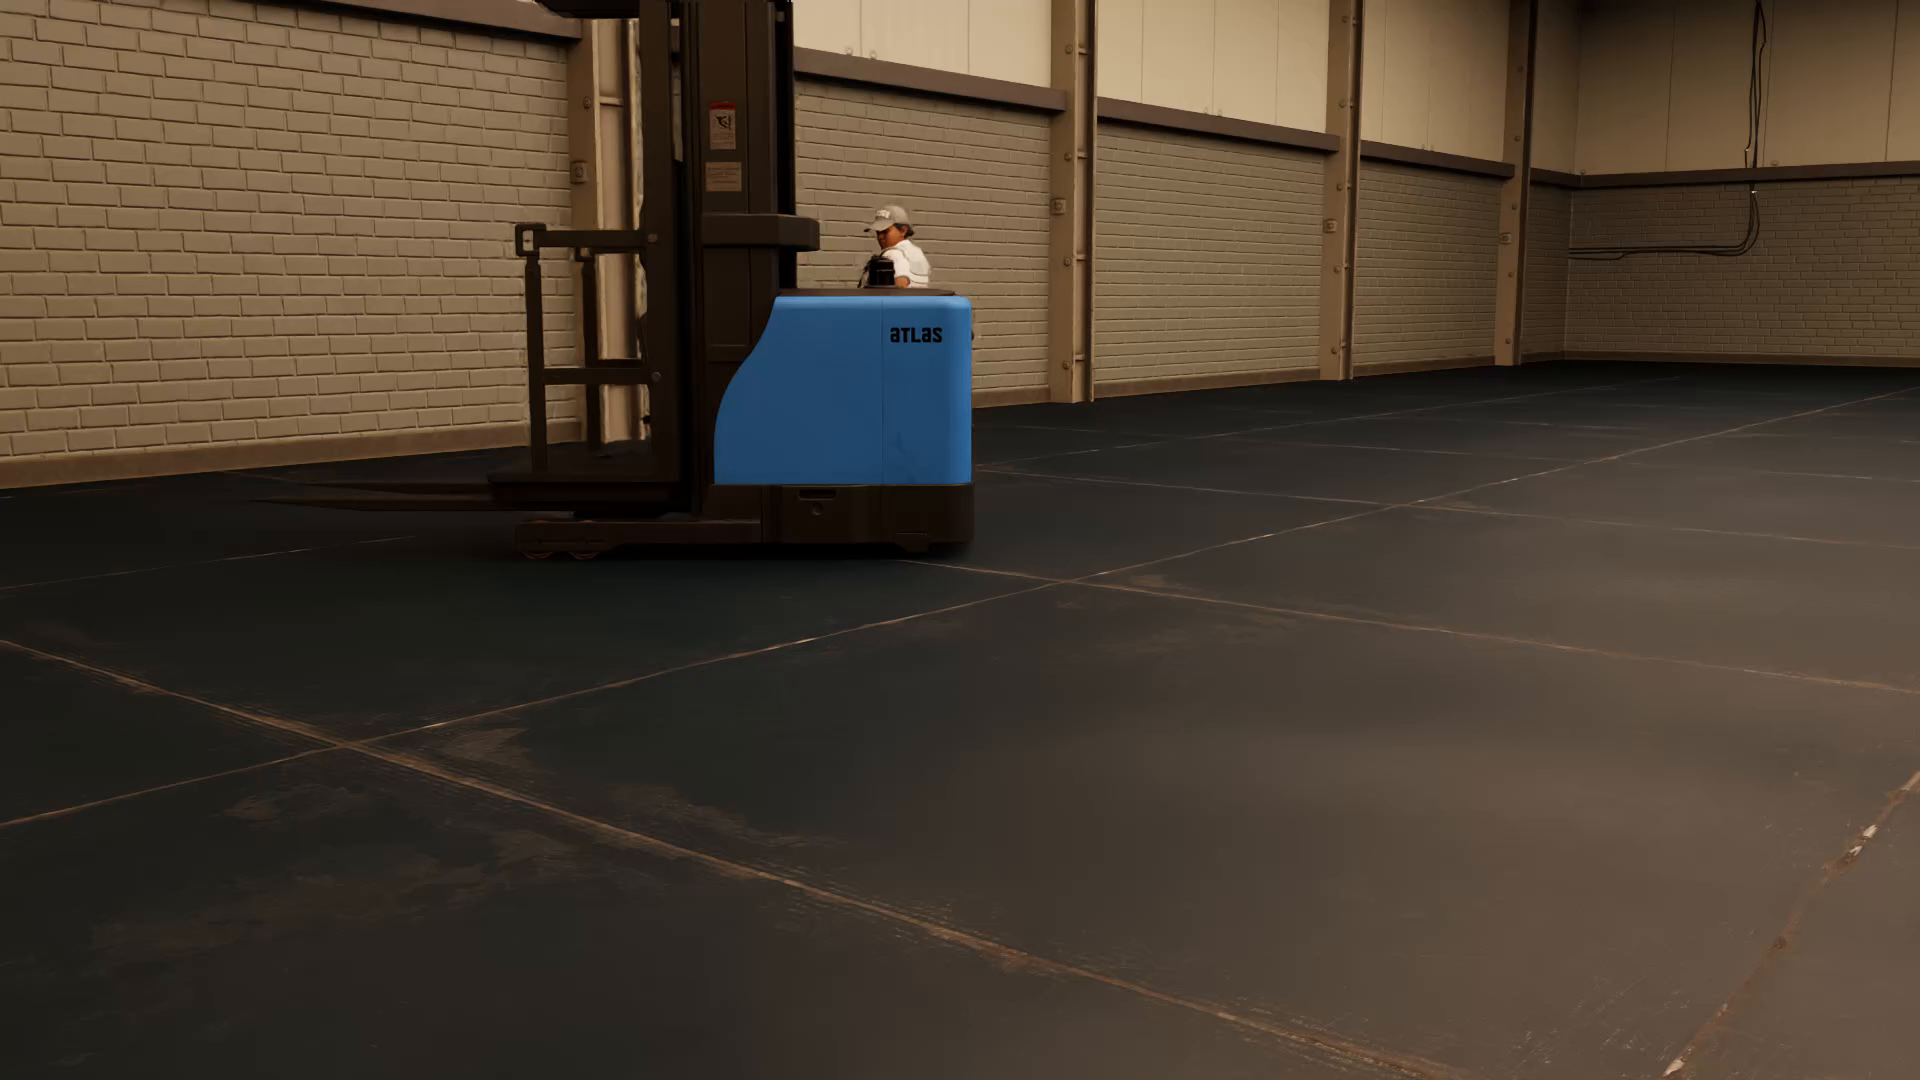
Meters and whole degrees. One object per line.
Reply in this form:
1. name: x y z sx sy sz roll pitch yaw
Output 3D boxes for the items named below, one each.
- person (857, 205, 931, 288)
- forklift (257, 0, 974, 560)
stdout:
1. person: -0.378 -1.094 9.523 0.514 1.621 0.891 -7 11 -39
2. forklift: -1.455 -1.445 7.155 3.031 2.935 1.130 0 8 1
